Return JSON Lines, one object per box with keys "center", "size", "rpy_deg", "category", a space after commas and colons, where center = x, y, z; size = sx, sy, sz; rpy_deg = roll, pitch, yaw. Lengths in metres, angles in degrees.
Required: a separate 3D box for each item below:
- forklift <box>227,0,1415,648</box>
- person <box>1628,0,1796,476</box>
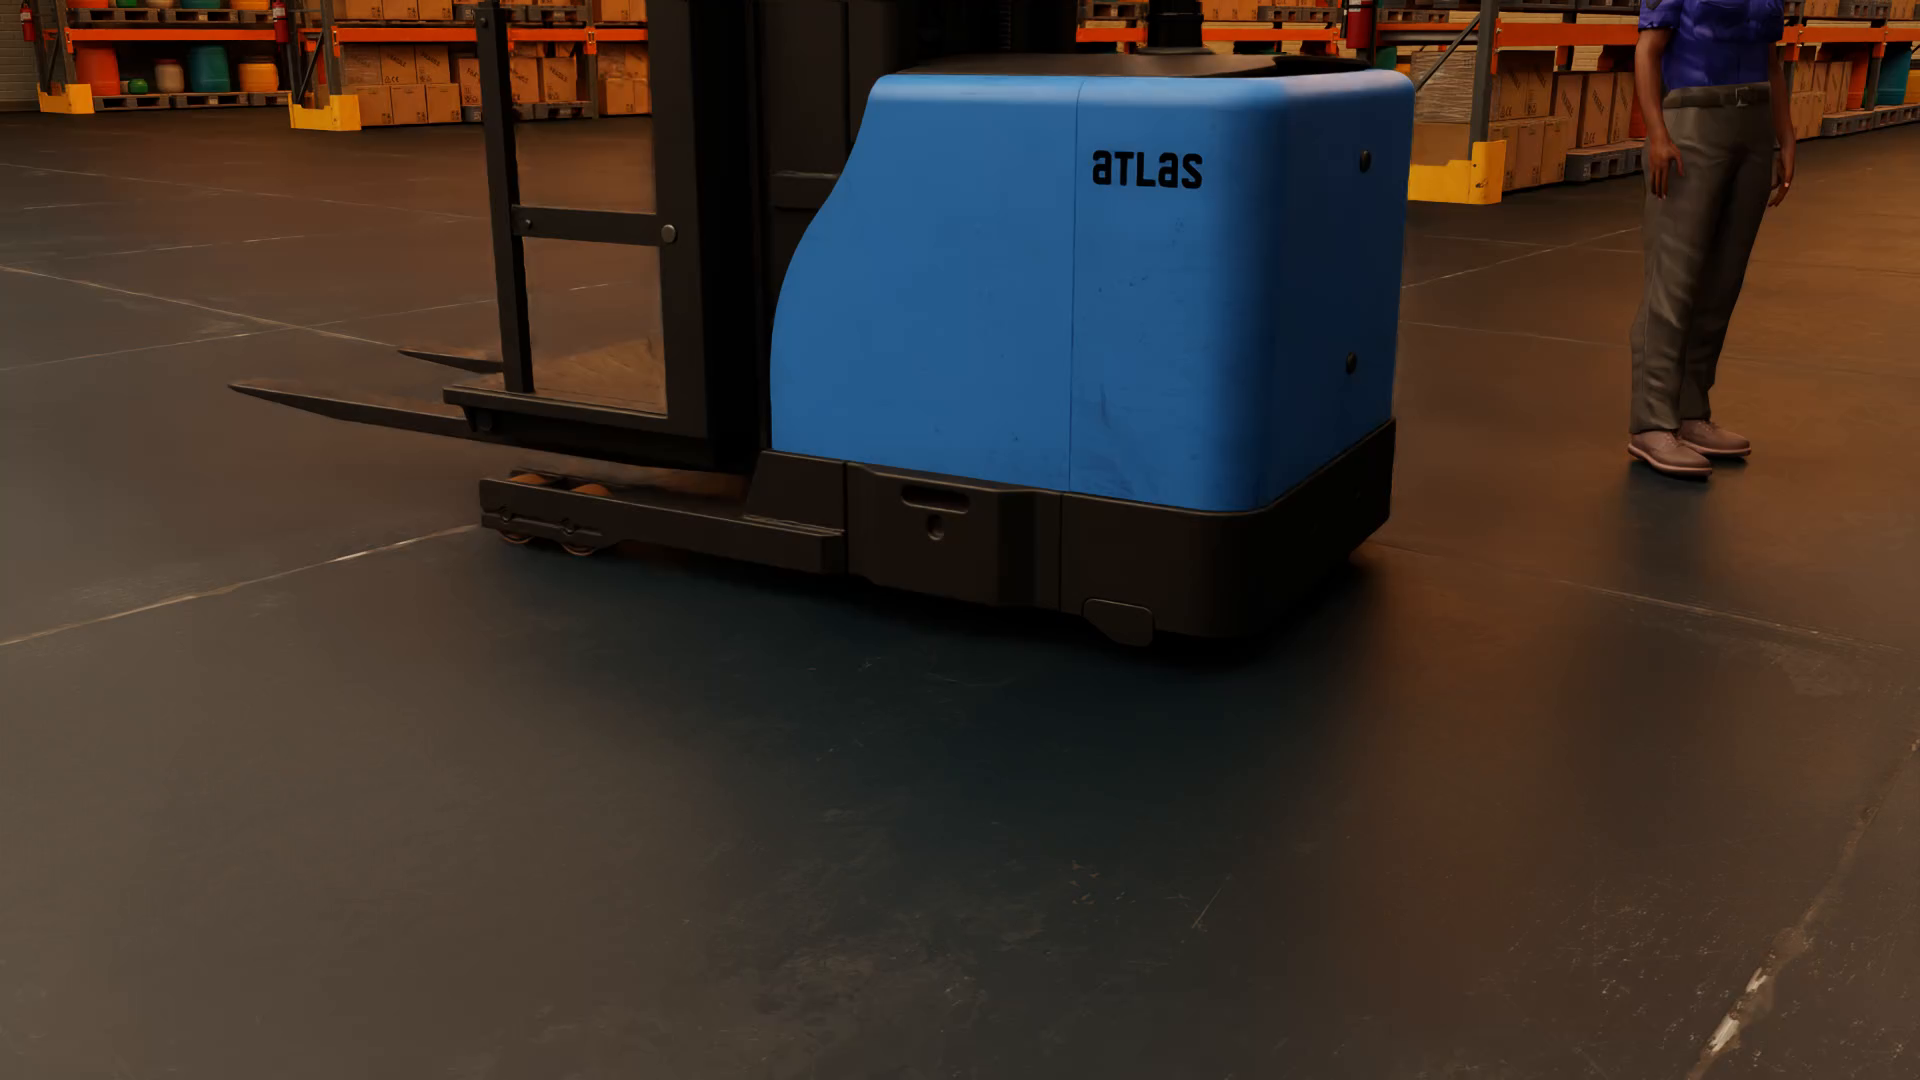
{"center": [-0.540, -1.487, 3.794], "size": [3.031, 2.935, 1.130], "rpy_deg": [9, 19, 28], "category": "forklift"}
{"center": [2.098, -1.045, 4.513], "size": [0.567, 1.654, 0.500], "rpy_deg": [-8, 18, -23], "category": "person"}
